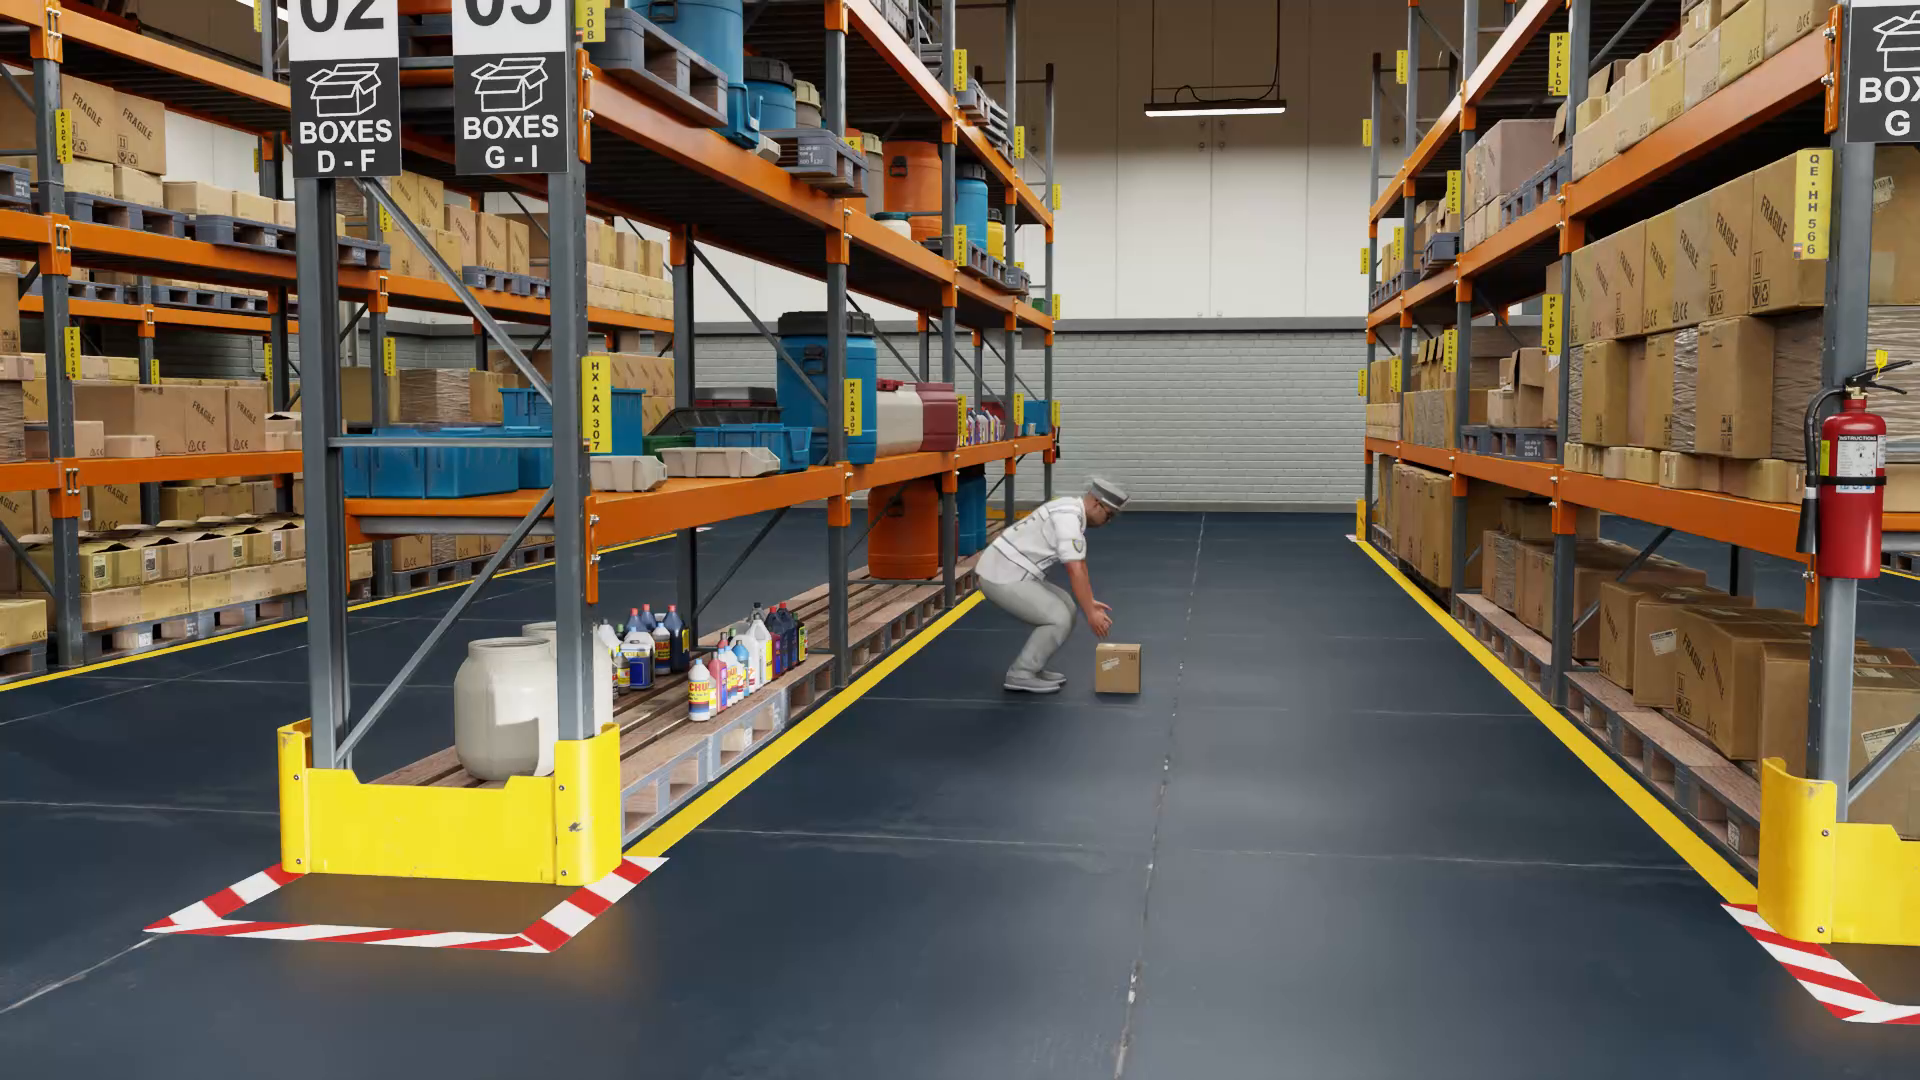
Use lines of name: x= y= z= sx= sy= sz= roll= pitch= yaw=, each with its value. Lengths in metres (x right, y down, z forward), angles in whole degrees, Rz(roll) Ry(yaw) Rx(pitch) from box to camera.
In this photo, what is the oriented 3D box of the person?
person: x=0.593 y=0.412 z=9.721 sx=0.955 sy=0.920 sz=0.559 roll=1 pitch=4 yaw=9
